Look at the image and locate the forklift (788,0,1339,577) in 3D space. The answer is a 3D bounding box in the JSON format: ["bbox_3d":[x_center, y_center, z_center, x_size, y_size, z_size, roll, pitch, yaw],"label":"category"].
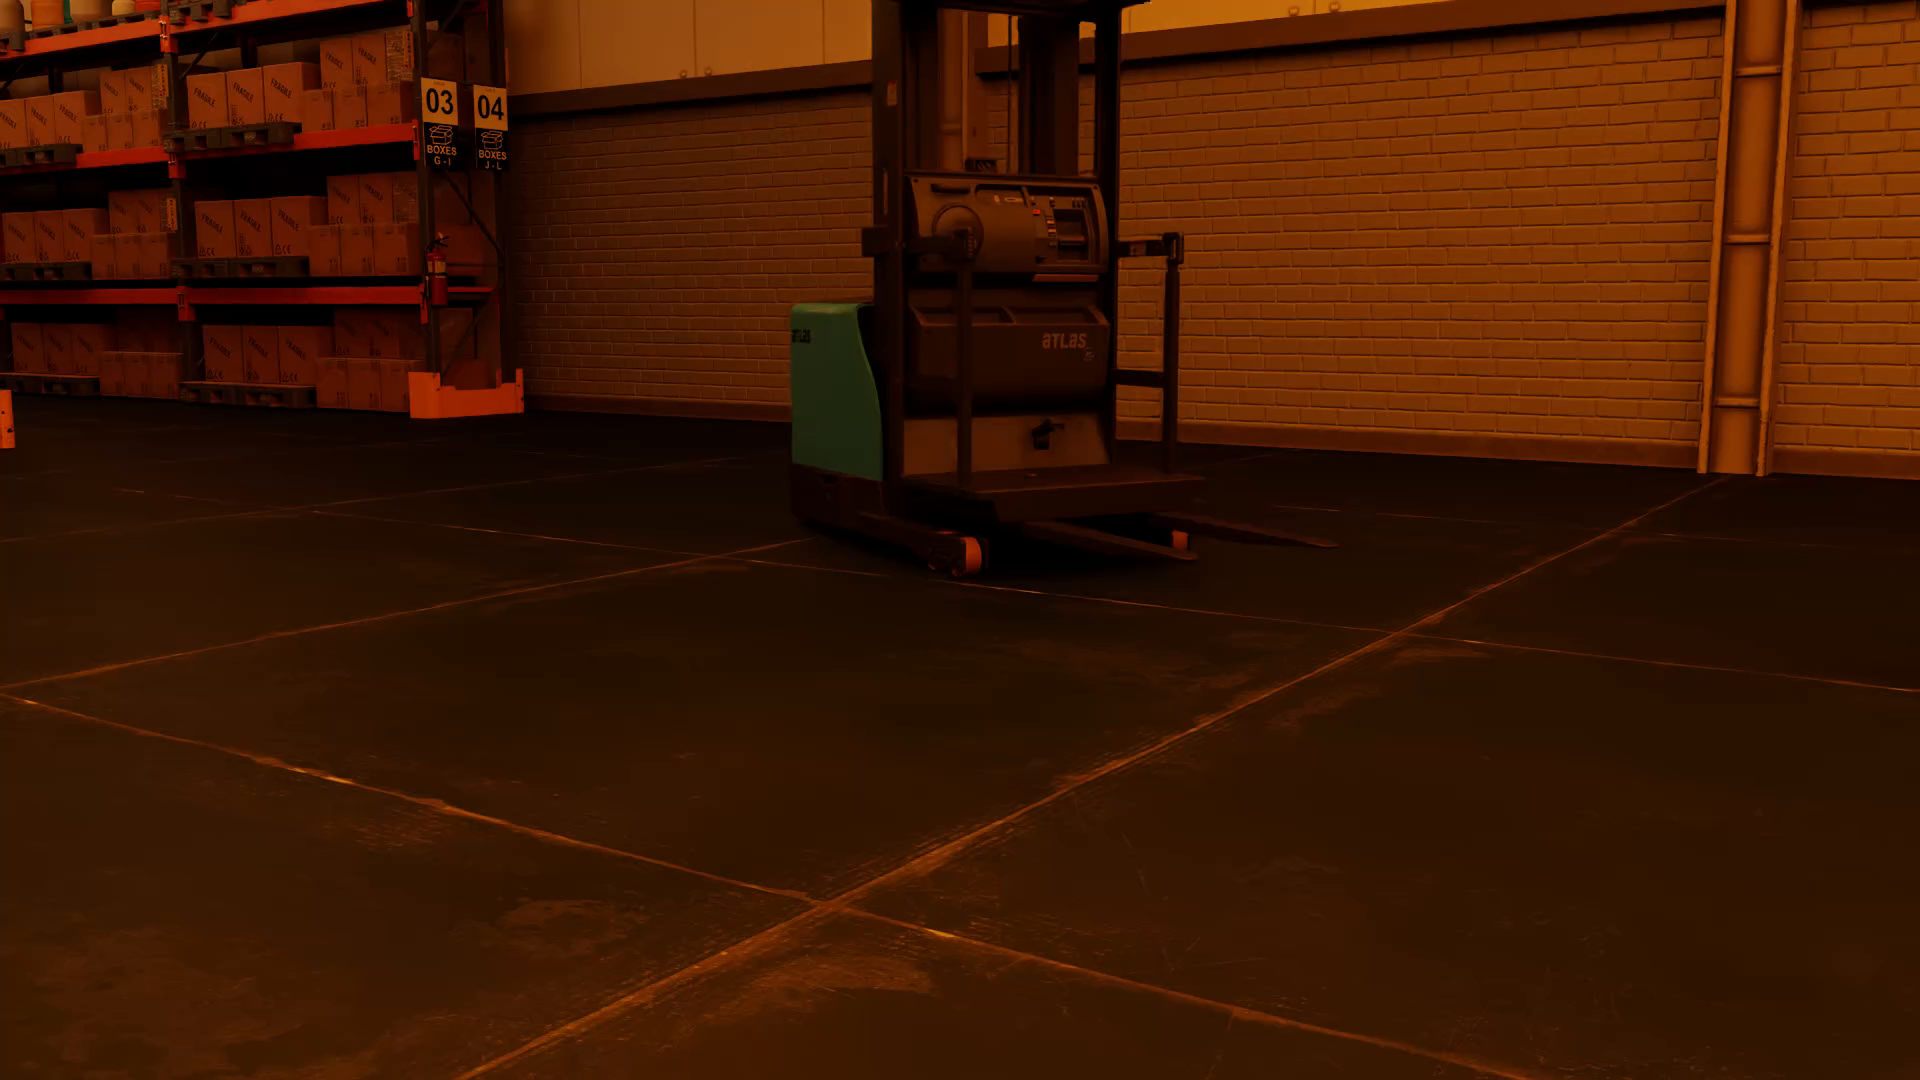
[{"bbox_3d":[0.320,-1.375,6.861,1.130,2.935,3.031,-4,9,-28],"label":"forklift"}]
